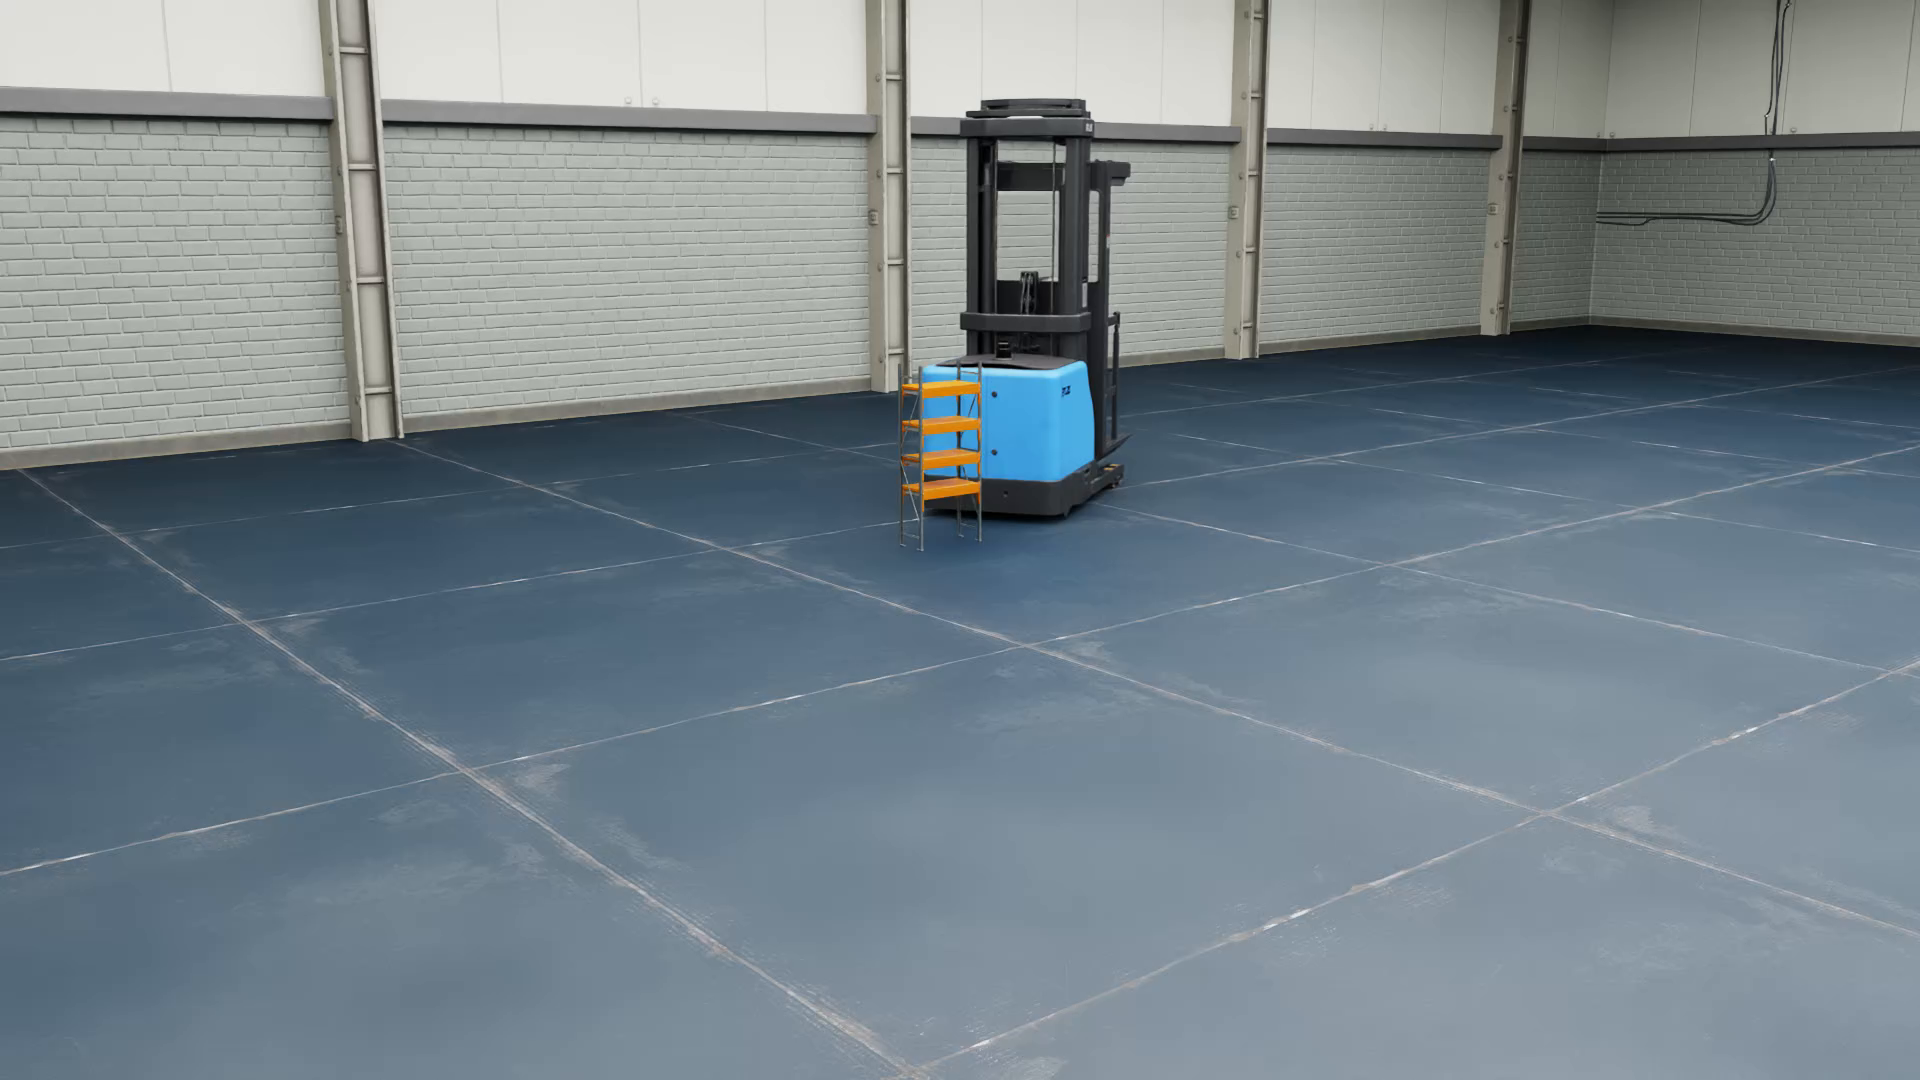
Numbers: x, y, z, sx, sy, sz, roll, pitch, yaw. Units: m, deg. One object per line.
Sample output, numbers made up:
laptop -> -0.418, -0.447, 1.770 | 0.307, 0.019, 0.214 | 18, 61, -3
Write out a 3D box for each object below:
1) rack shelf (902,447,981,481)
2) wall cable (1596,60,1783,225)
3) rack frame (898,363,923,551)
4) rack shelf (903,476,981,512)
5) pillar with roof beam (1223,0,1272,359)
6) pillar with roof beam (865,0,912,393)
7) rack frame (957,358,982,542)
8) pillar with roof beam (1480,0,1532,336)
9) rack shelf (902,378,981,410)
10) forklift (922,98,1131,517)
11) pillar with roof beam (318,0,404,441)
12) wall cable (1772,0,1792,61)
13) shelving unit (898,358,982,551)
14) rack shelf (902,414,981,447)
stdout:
rack shelf -> -0.129, -0.500, 10.917 | 0.480, 0.148, 0.258 | -9, 15, -38
wall cable -> 11.696, -6.351, 26.851 | 0.112, 2.526, 3.097 | -9, 15, -38
rack frame -> -0.320, -0.534, 10.754 | 0.015, 1.200, 0.240 | -9, 15, -38
rack shelf -> -0.129, -0.305, 10.958 | 0.480, 0.148, 0.258 | -9, 15, -38
pillar with roof beam -> 6.574, -6.226, 18.783 | 0.400, 9.000, 9.100 | -9, 15, -38
pillar with roof beam -> 1.888, -5.447, 15.117 | 0.400, 9.000, 9.100 | -9, 15, -38
rack frame -> 0.061, -0.597, 11.052 | 0.015, 1.200, 0.240 | -9, 15, -38
pillar with roof beam -> 11.259, -7.004, 22.450 | 0.400, 9.000, 9.100 | -9, 15, -38
rack shelf -> -0.129, -0.950, 10.821 | 0.480, 0.148, 0.258 | -9, 15, -38
forklift -> 0.668, -1.859, 12.829 | 1.130, 2.935, 3.031 | 4, 13, 18
pillar with roof beam -> -2.797, -4.669, 11.450 | 0.400, 9.000, 9.100 | -9, 15, -38
wall cable -> 13.386, -8.383, 24.260 | 0.112, 2.526, 3.097 | -9, 15, -38
shelving unit -> -0.129, -0.565, 10.903 | 0.503, 1.200, 0.258 | -9, 15, -38
rack shelf -> -0.129, -0.718, 10.871 | 0.480, 0.148, 0.258 | -9, 15, -38
